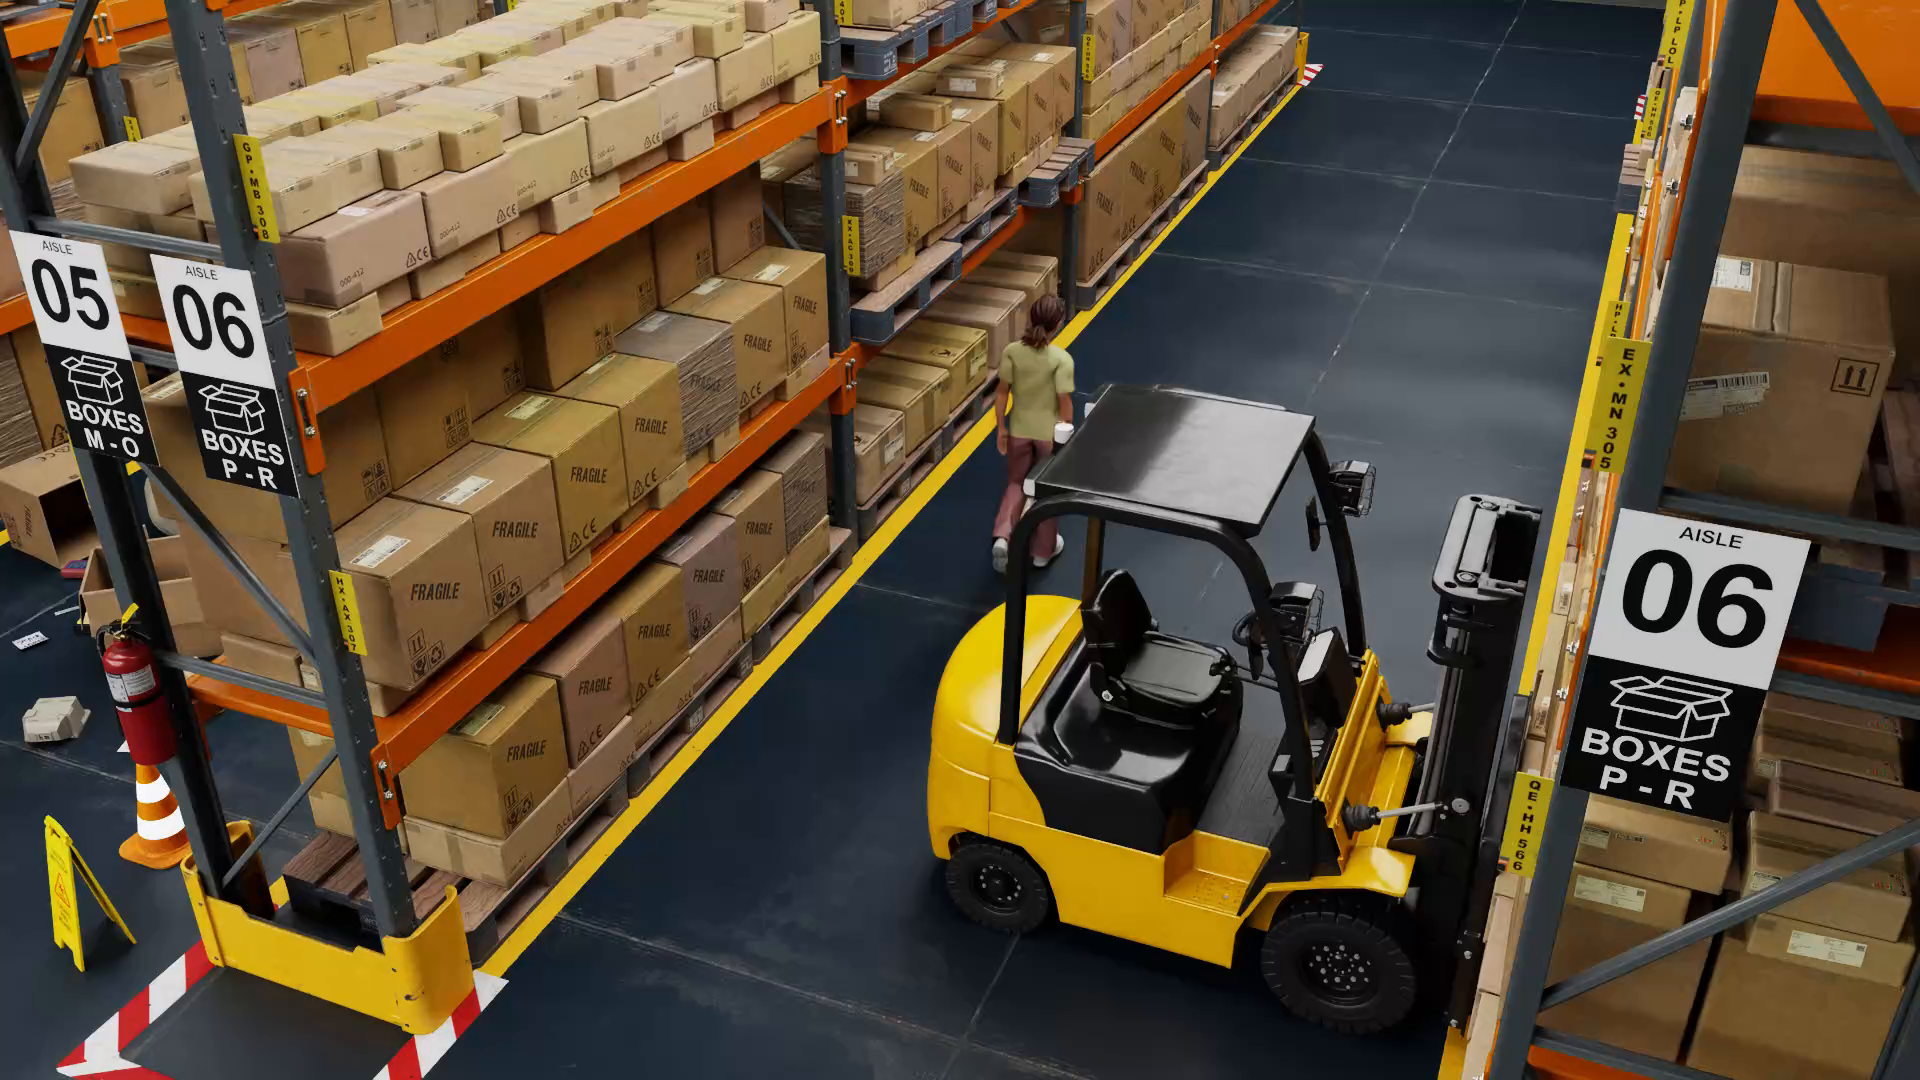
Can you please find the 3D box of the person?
[{"bbox_3d":[0.396,-0.553,9.335,0.457,1.654,0.679,12,32,20],"label":"person"}]
